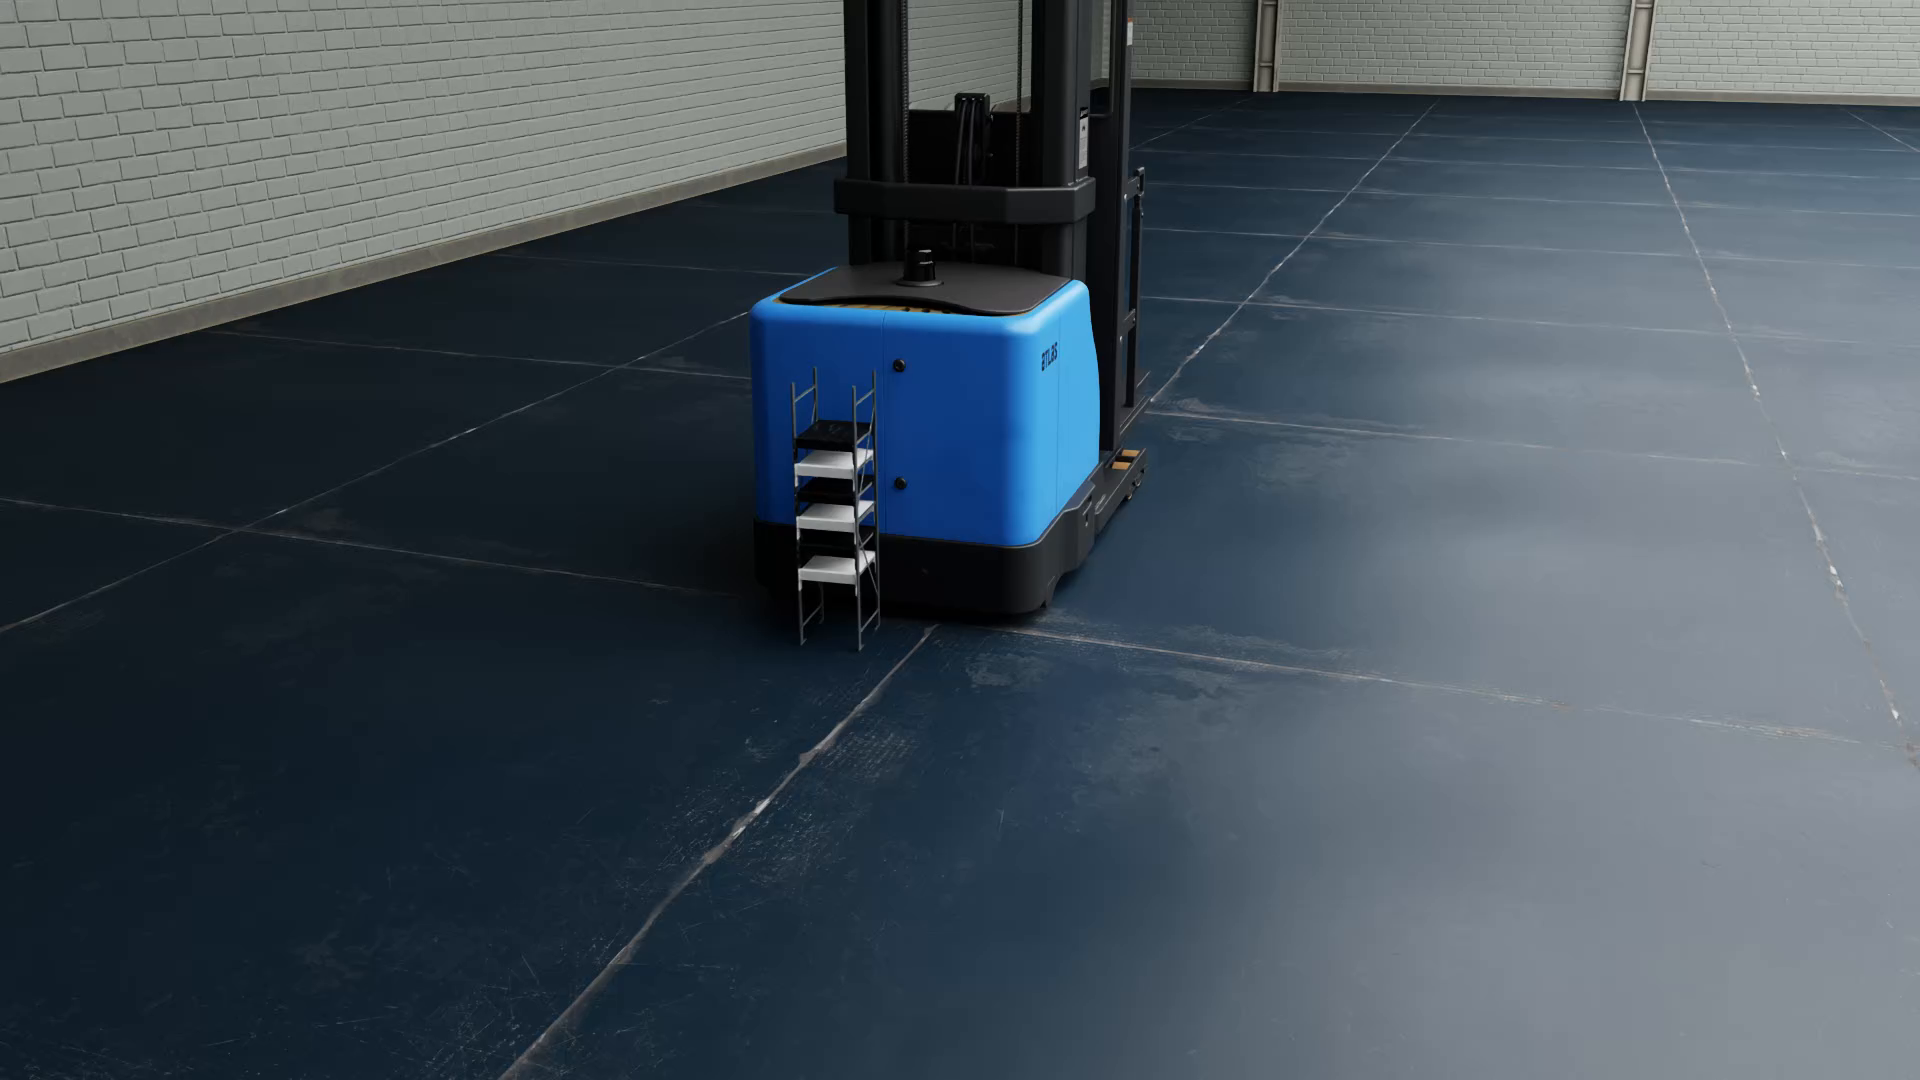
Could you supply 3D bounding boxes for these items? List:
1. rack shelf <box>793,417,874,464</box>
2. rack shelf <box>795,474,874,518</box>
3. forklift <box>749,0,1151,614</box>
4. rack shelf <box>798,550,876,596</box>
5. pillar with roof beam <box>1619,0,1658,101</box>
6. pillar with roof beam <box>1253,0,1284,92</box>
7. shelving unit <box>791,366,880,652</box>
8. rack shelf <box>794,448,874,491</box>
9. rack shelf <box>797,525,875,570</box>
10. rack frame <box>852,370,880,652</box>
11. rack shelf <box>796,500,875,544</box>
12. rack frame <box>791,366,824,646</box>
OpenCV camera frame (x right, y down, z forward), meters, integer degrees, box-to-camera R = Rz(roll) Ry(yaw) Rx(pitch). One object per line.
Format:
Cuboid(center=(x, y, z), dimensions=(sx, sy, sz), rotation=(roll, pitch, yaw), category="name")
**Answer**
Cuboid(center=(-0.406, -0.325, 5.422), dimensions=(0.200, 0.077, 0.258), rotation=(5, 20, 13), category="rack shelf")
Cuboid(center=(-0.406, -0.155, 5.481), dimensions=(0.200, 0.077, 0.258), rotation=(5, 20, 13), category="rack shelf")
Cuboid(center=(0.184, -1.583, 6.663), dimensions=(1.130, 2.935, 3.031), rotation=(6, 20, 16), category="forklift")
Cuboid(center=(-0.406, 0.100, 5.570), dimensions=(0.200, 0.077, 0.258), rotation=(5, 20, 13), category="rack shelf")
Cuboid(center=(9.616, -10.134, 21.977), dimensions=(0.400, 9.000, 9.100), rotation=(7, 20, 18), category="pillar with roof beam")
Cuboid(center=(3.948, -10.782, 23.836), dimensions=(0.400, 9.000, 9.100), rotation=(7, 20, 18), category="pillar with roof beam")
Cuboid(center=(-0.406, -0.101, 5.500), dimensions=(0.210, 0.900, 0.258), rotation=(5, 20, 13), category="shelving unit")
Cuboid(center=(-0.406, -0.240, 5.451), dimensions=(0.200, 0.077, 0.258), rotation=(5, 20, 13), category="rack shelf")
Cuboid(center=(-0.406, 0.015, 5.540), dimensions=(0.200, 0.077, 0.258), rotation=(5, 20, 13), category="rack shelf")
Cuboid(center=(-0.307, -0.093, 5.476), dimensions=(0.006, 0.900, 0.240), rotation=(5, 20, 13), category="rack frame")
Cuboid(center=(-0.406, -0.070, 5.511), dimensions=(0.200, 0.077, 0.258), rotation=(5, 20, 13), category="rack shelf")
Cuboid(center=(-0.504, -0.109, 5.523), dimensions=(0.006, 0.900, 0.240), rotation=(5, 20, 13), category="rack frame")
